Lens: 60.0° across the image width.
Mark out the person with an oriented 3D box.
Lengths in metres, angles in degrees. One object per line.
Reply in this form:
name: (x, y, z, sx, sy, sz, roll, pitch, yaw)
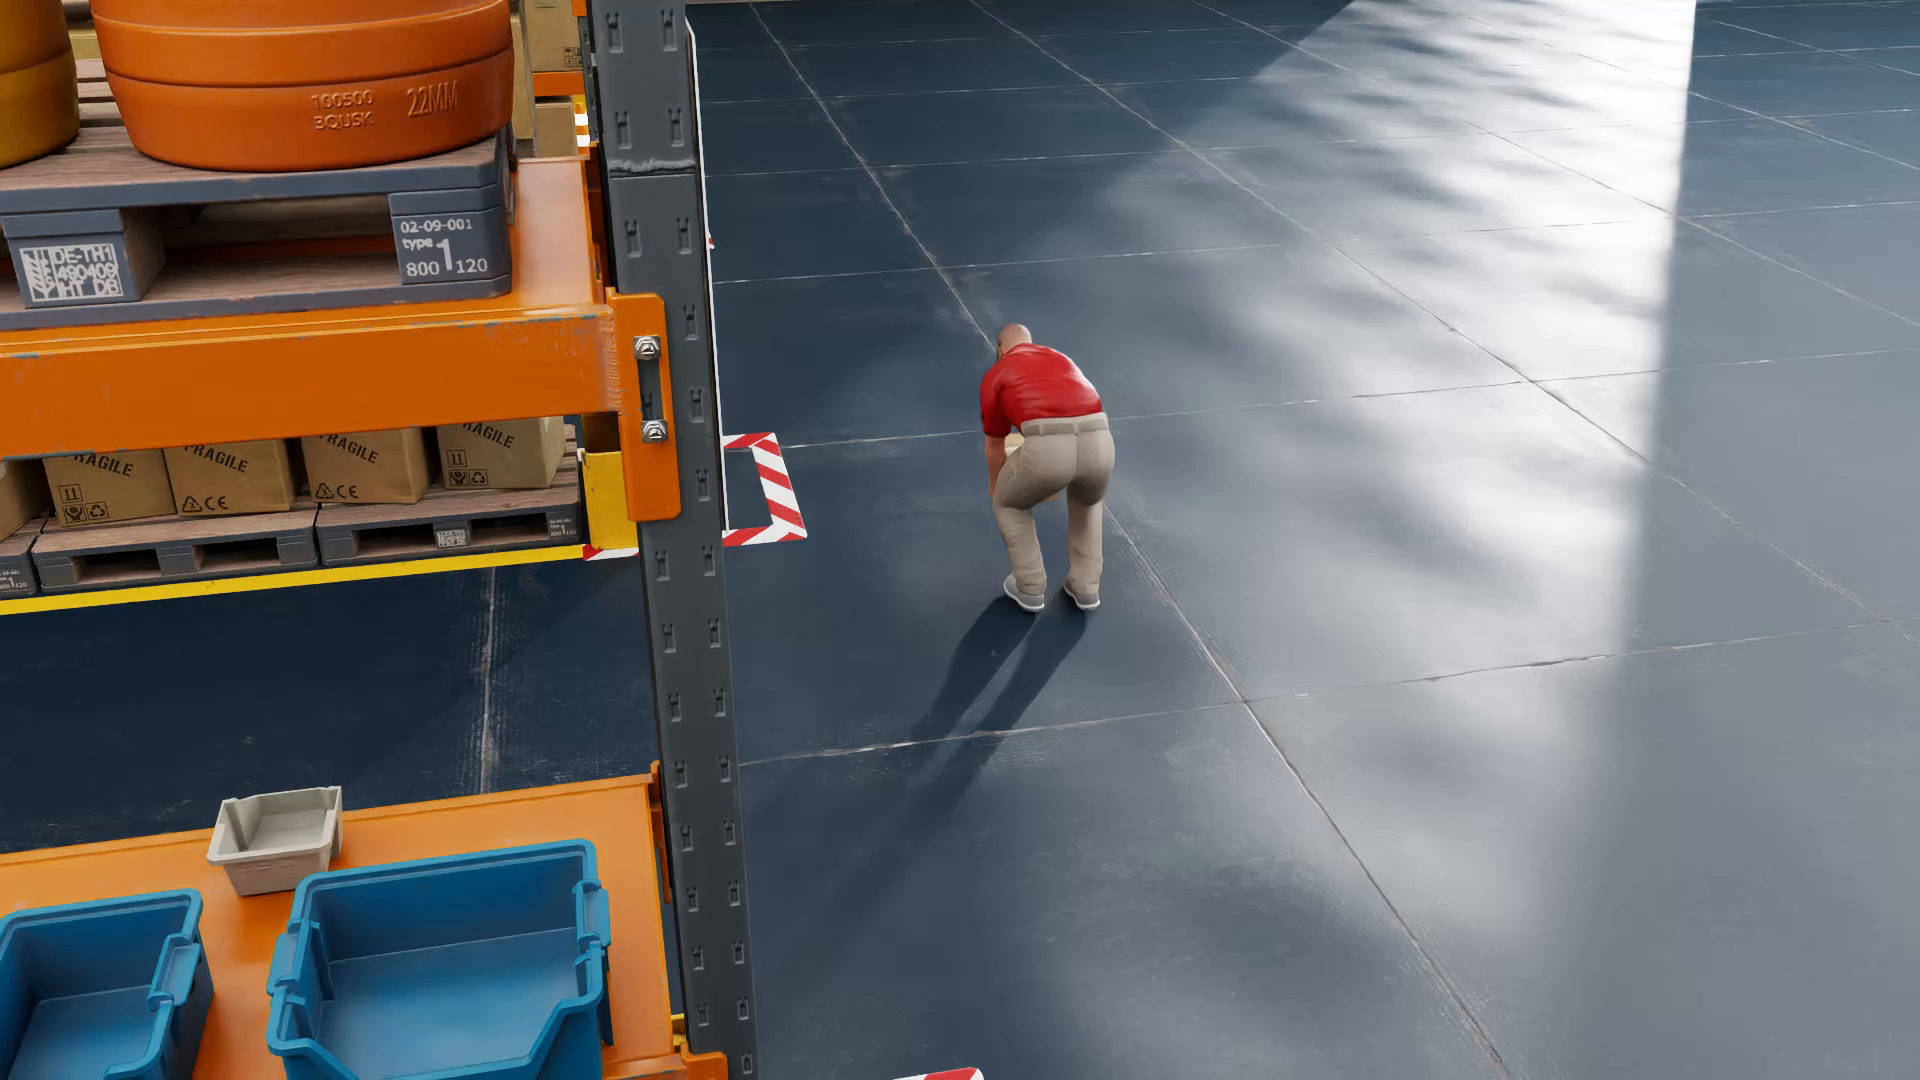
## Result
person: (0.374, -0.309, 7.429, 0.508, 1.127, 0.937, -7, 27, -14)
